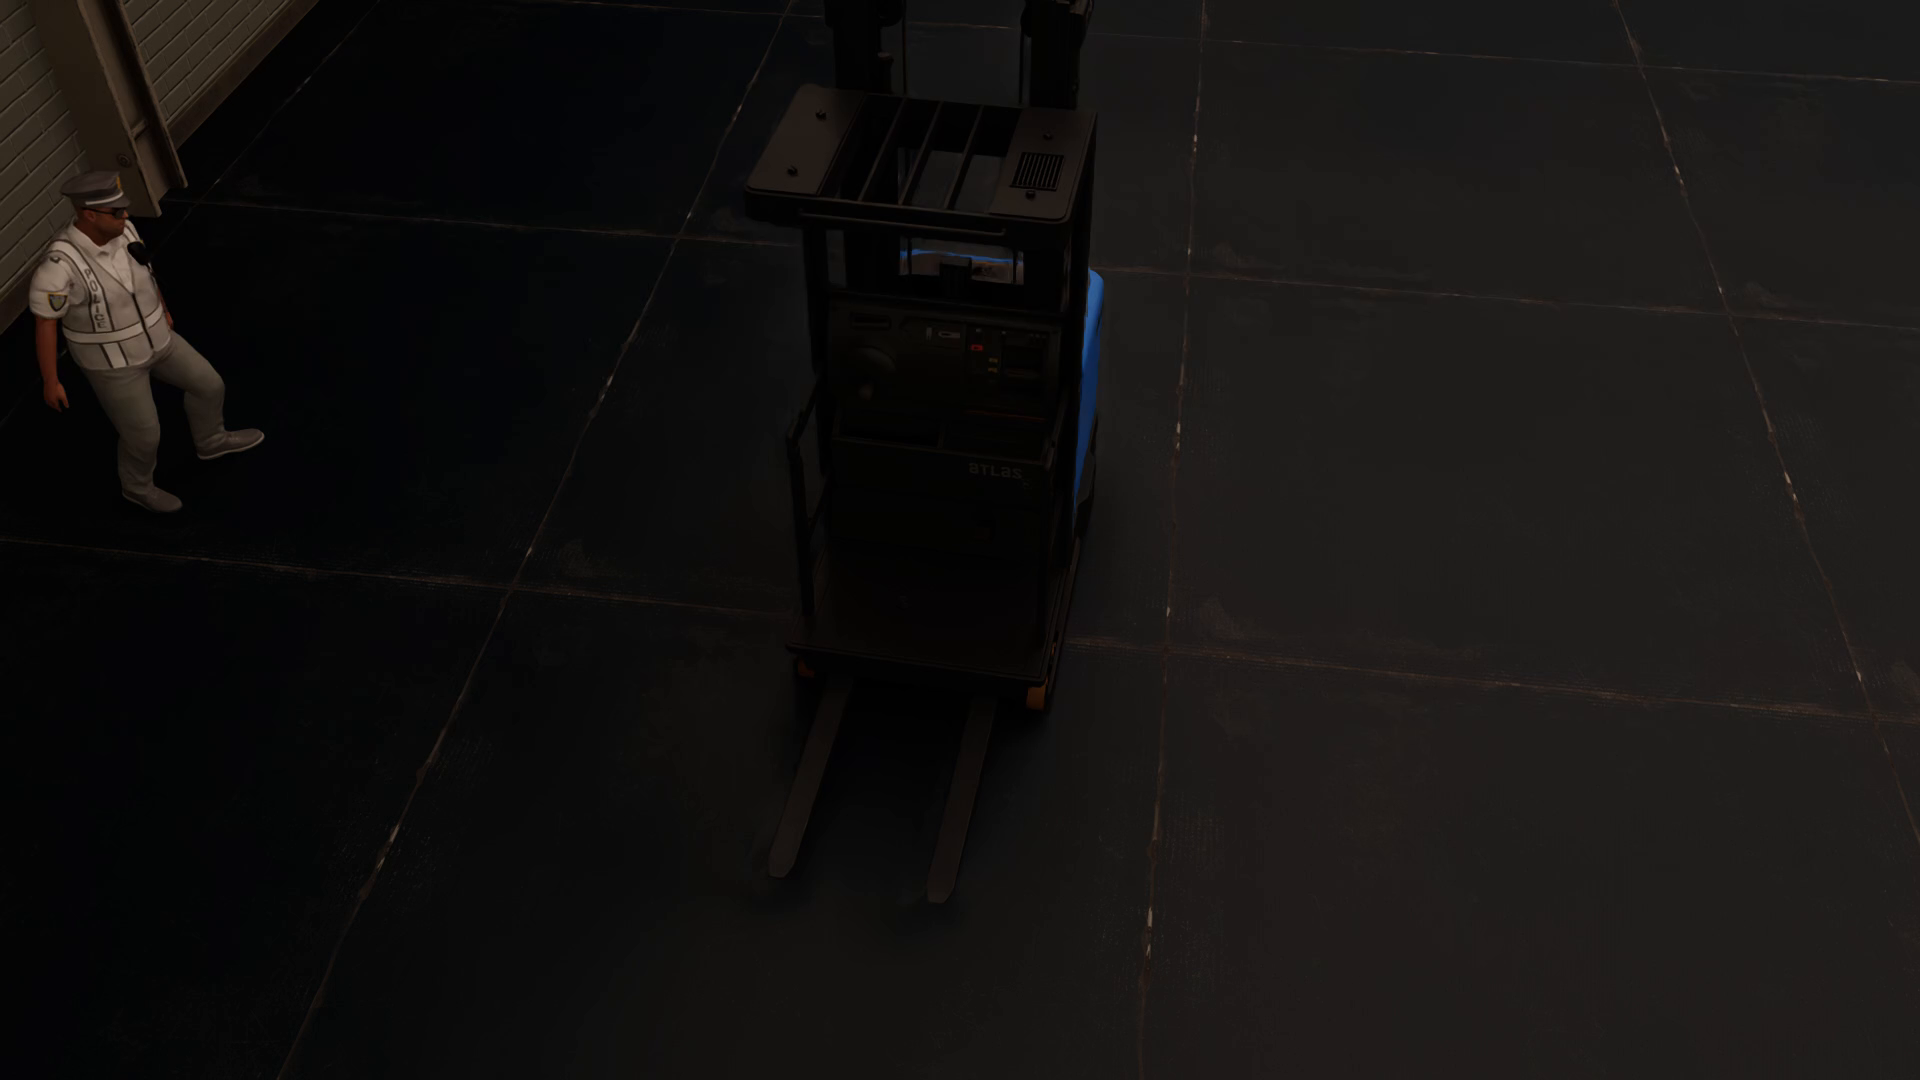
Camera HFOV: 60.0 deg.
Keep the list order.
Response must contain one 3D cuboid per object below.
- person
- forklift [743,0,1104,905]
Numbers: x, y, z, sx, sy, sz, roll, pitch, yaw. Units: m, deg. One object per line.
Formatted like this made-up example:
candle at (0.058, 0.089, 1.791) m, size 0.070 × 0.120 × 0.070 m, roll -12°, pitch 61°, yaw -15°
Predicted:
person at (-3.809, -0.893, 7.621) m, size 0.437 × 1.721 × 0.889 m, roll 15°, pitch 45°, yaw 16°
forklift at (-0.105, -0.626, 6.405) m, size 1.130 × 2.935 × 3.031 m, roll 7°, pitch 43°, yaw 8°
